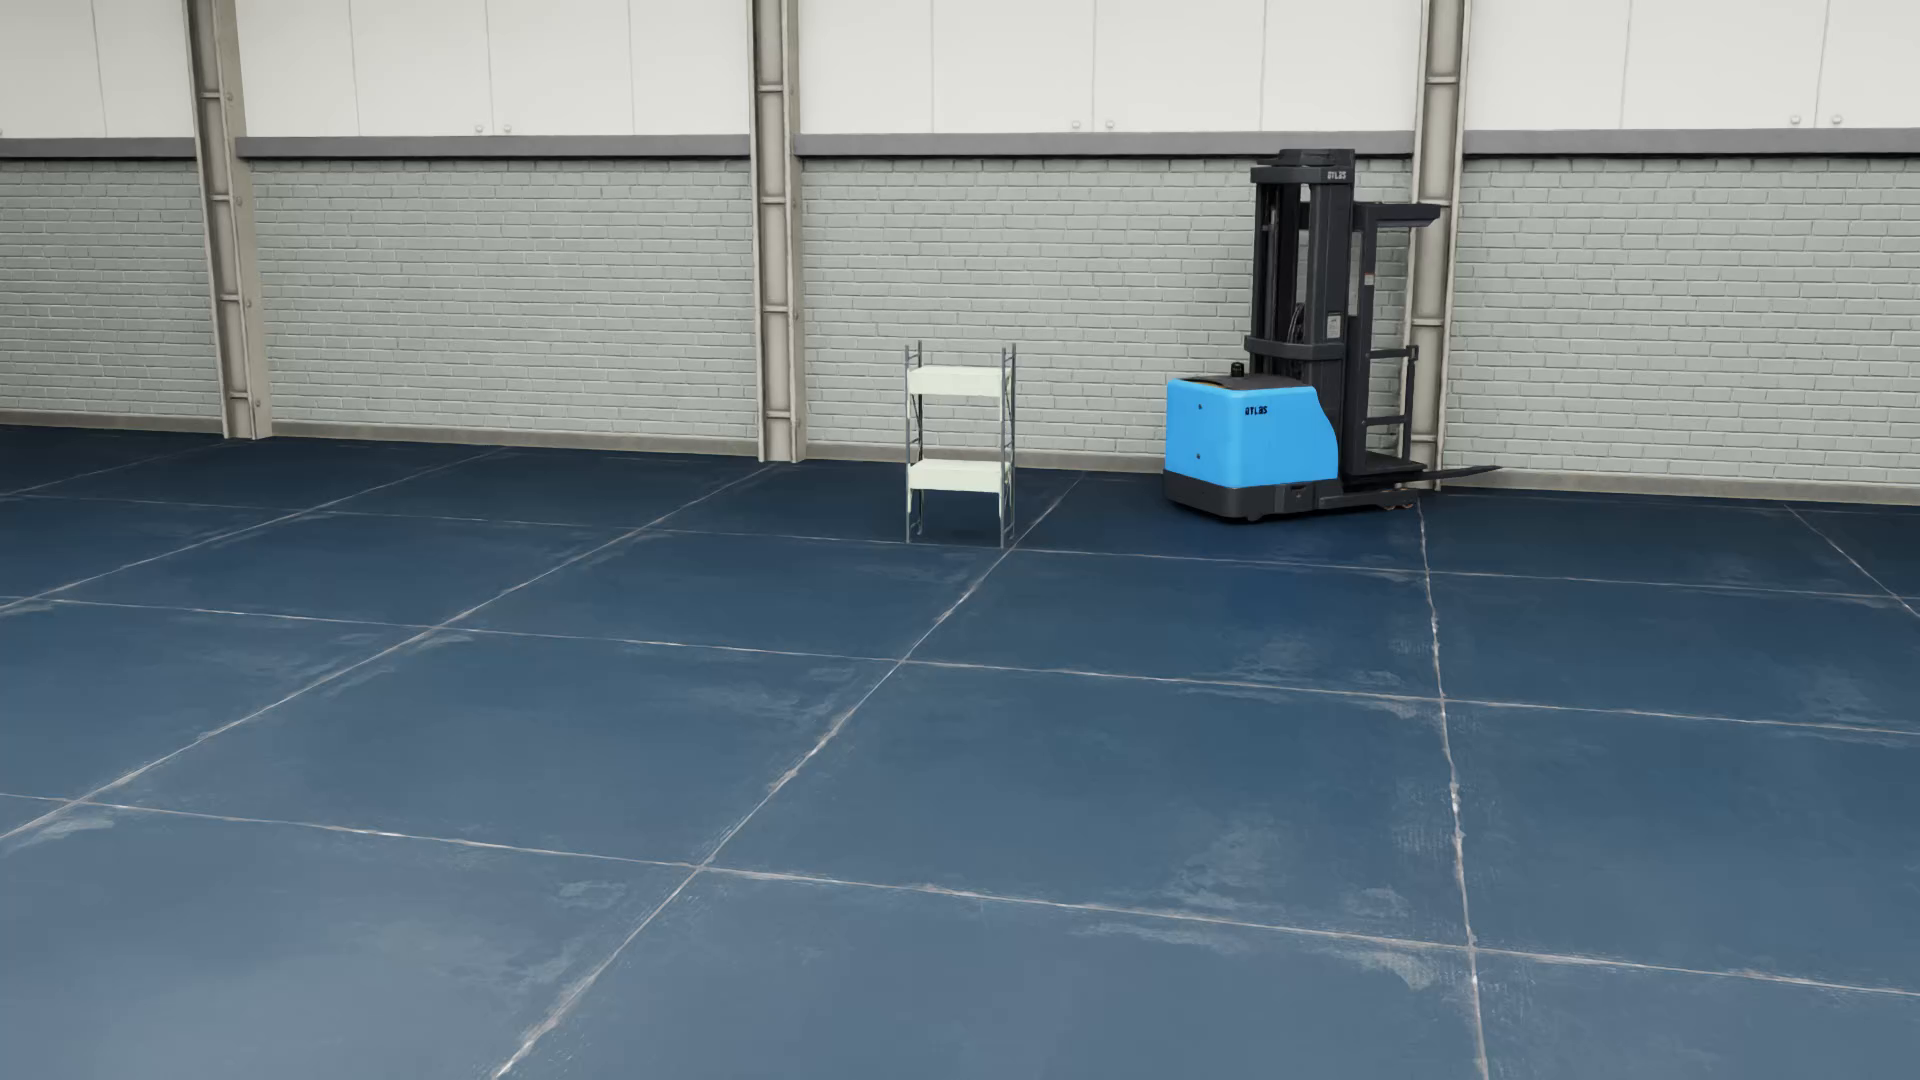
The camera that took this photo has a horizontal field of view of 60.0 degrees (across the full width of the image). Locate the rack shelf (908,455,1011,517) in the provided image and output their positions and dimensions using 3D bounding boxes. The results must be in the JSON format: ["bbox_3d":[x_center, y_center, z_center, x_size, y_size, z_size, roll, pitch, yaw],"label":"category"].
[{"bbox_3d":[0.006,-0.414,12.640,0.720,0.370,0.431,3,13,14],"label":"rack shelf"}]

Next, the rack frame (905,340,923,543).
[{"bbox_3d":[-0.349,-0.751,12.655,0.023,1.500,0.400,3,13,14],"label":"rack frame"}]

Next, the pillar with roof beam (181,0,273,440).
[{"bbox_3d":[-8.591,-4.586,12.628,0.400,9.000,9.100,3,13,14],"label":"pillar with roof beam"}]

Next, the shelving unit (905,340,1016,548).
[{"bbox_3d":[0.006,-0.732,12.570,0.755,1.500,0.431,3,13,14],"label":"shelving unit"}]

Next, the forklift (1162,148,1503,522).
[{"bbox_3d":[3.265,-1.775,13.967,3.031,2.935,1.130,-6,14,-25],"label":"forklift"}]

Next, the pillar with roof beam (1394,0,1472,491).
[{"bbox_3d":[3.059,-3.963,9.821,0.400,9.000,9.100,3,13,14],"label":"pillar with roof beam"}]

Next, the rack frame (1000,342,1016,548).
[{"bbox_3d":[0.362,-0.713,12.484,0.023,1.500,0.400,3,13,14],"label":"rack frame"}]

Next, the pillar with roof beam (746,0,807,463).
[{"bbox_3d":[-2.766,-4.275,11.225,0.400,9.000,9.100,3,13,14],"label":"pillar with roof beam"}]

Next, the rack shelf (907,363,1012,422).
[{"bbox_3d":[0.006,-1.113,12.485,0.720,0.370,0.431,3,13,14],"label":"rack shelf"}]
